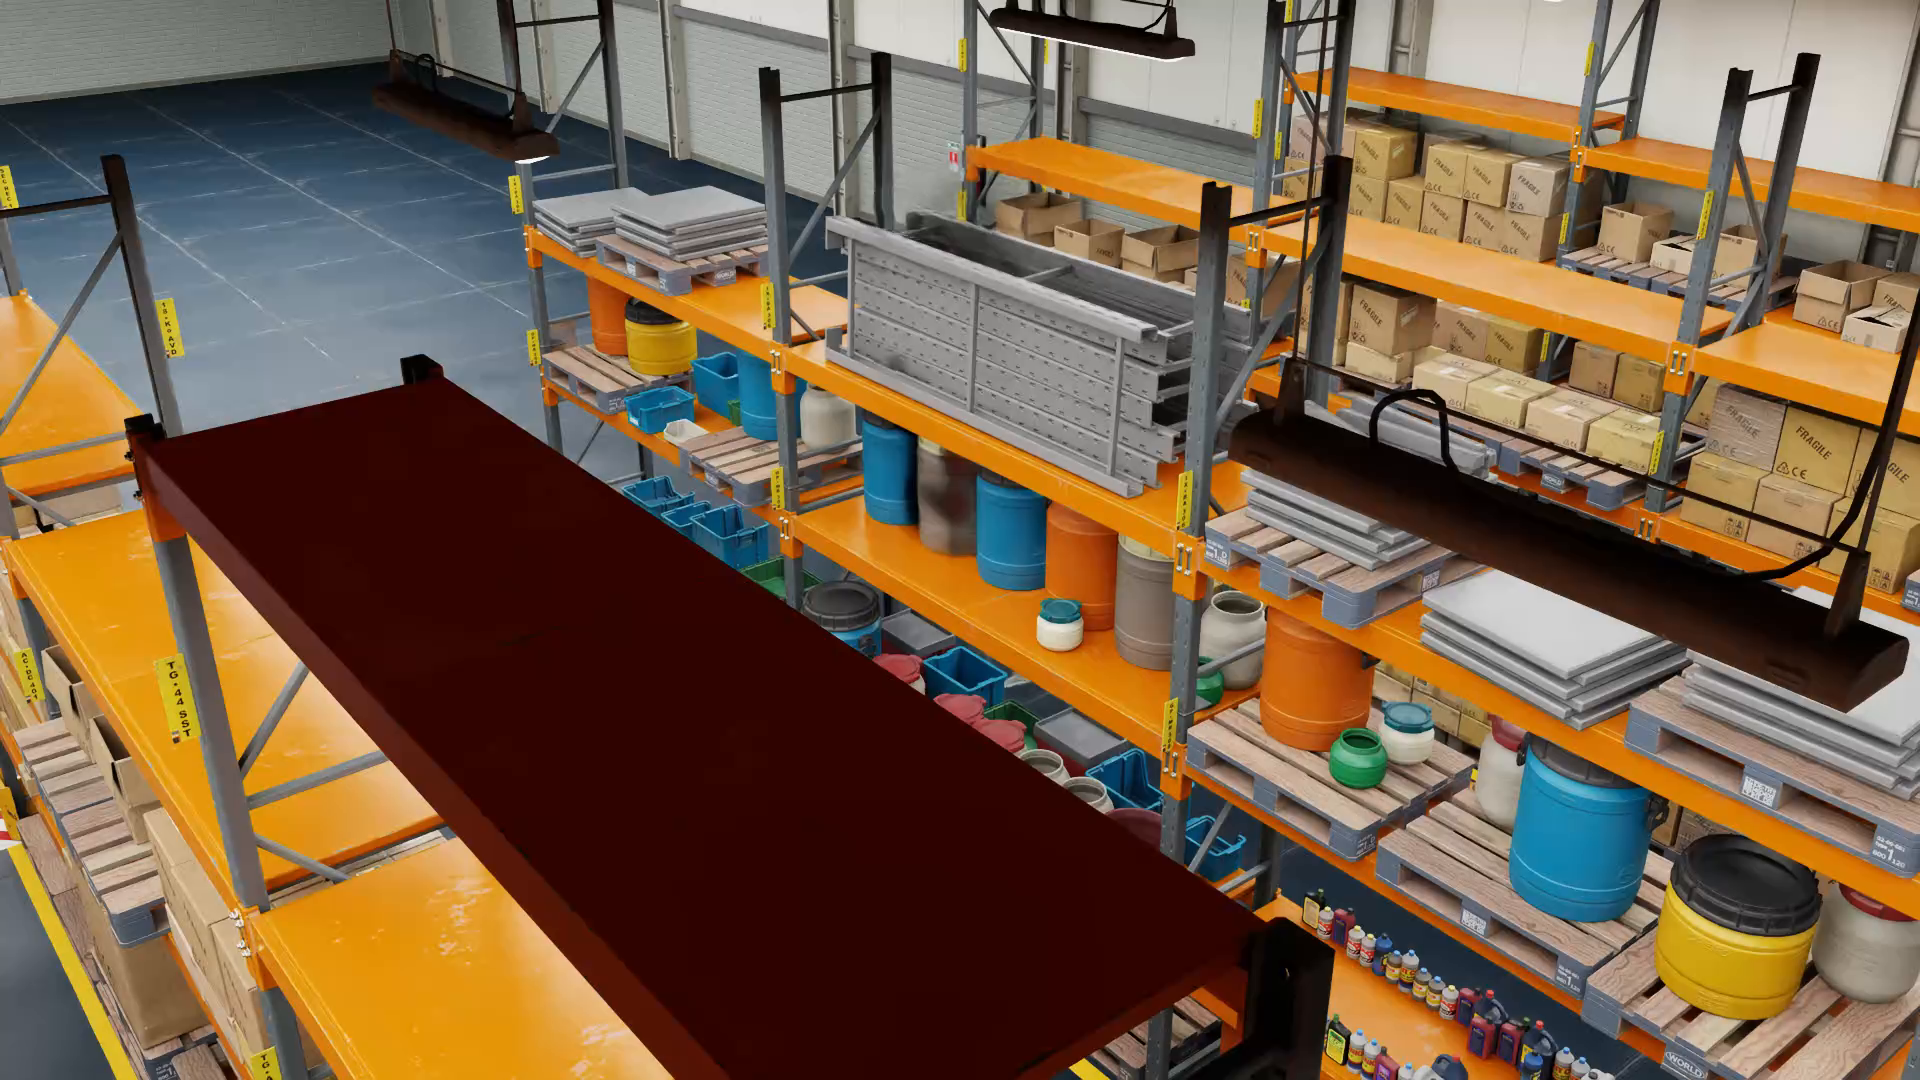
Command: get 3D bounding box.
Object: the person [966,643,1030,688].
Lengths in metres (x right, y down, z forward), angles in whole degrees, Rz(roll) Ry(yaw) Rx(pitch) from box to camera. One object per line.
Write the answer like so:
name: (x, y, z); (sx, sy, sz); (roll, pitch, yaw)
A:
person: (0.258, 0.537, 14.572); (0.792, 1.767, 0.519); (20, 32, 35)
